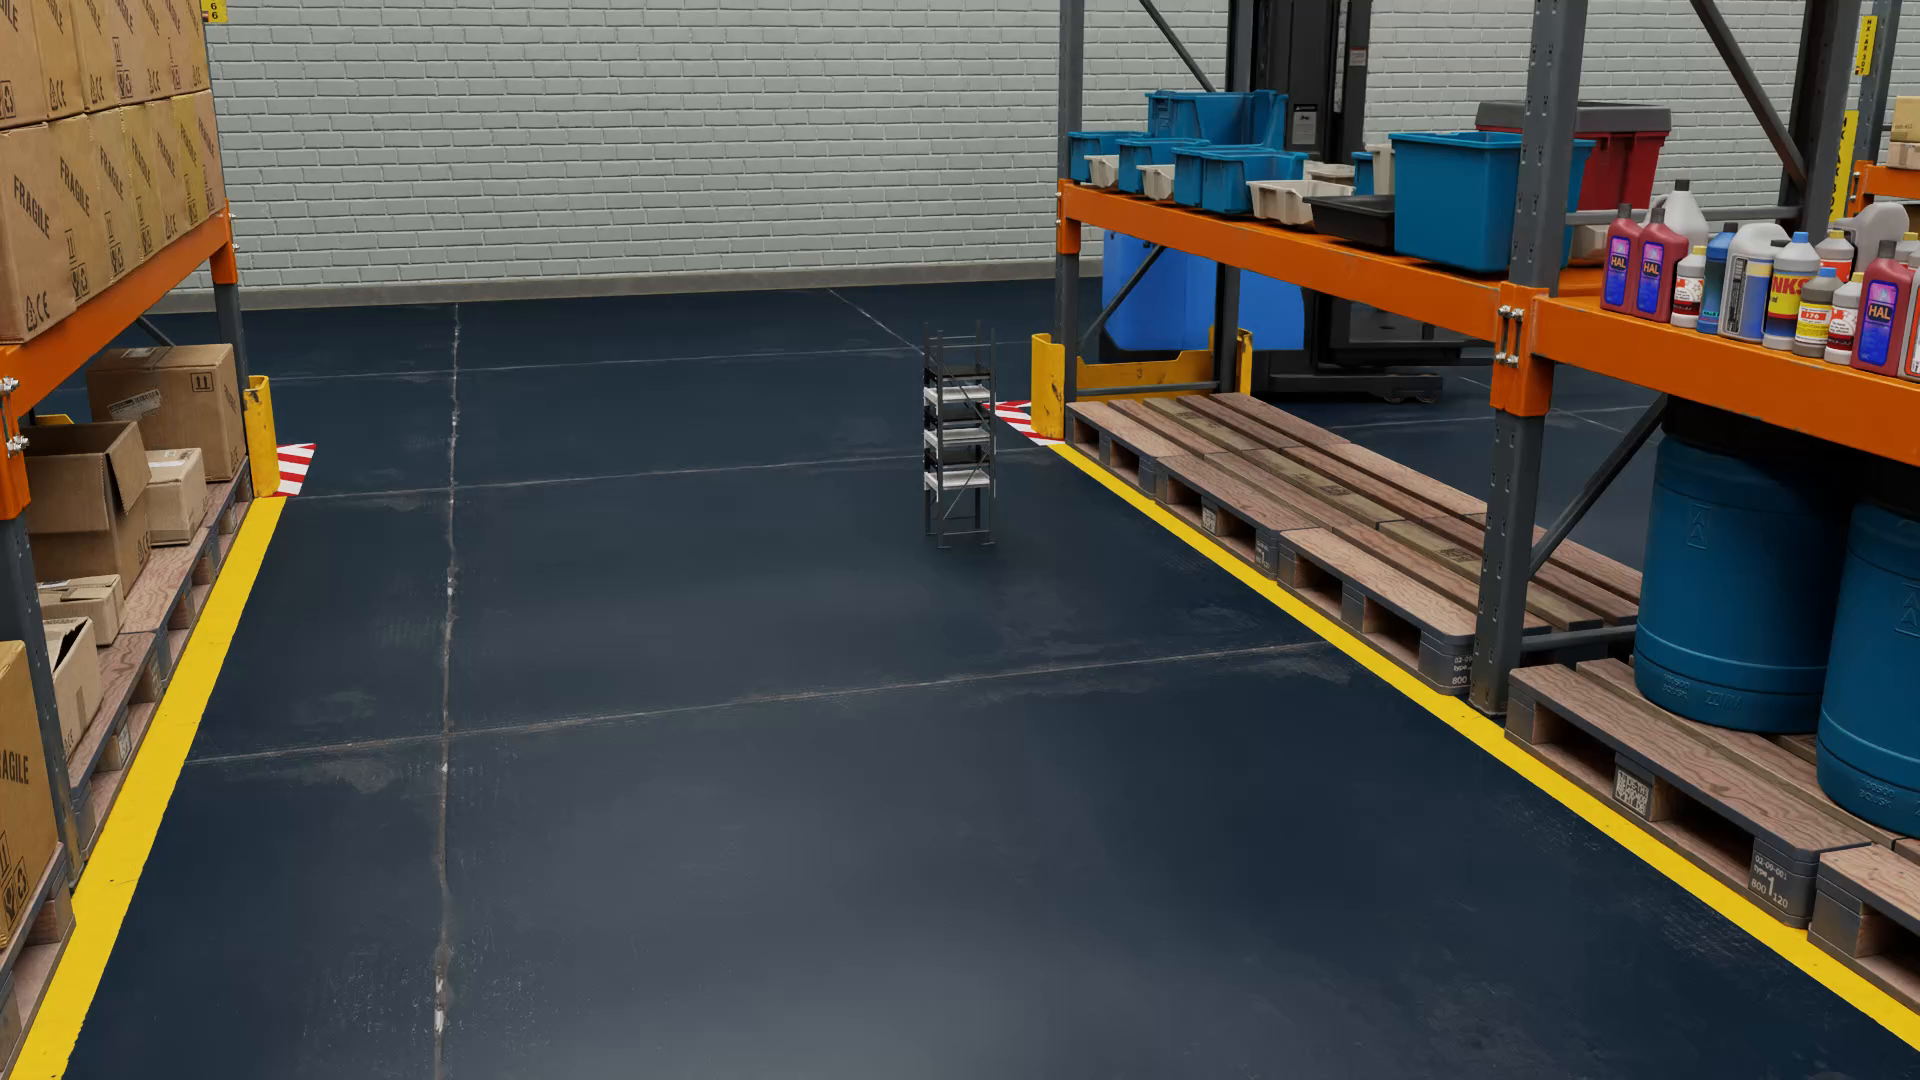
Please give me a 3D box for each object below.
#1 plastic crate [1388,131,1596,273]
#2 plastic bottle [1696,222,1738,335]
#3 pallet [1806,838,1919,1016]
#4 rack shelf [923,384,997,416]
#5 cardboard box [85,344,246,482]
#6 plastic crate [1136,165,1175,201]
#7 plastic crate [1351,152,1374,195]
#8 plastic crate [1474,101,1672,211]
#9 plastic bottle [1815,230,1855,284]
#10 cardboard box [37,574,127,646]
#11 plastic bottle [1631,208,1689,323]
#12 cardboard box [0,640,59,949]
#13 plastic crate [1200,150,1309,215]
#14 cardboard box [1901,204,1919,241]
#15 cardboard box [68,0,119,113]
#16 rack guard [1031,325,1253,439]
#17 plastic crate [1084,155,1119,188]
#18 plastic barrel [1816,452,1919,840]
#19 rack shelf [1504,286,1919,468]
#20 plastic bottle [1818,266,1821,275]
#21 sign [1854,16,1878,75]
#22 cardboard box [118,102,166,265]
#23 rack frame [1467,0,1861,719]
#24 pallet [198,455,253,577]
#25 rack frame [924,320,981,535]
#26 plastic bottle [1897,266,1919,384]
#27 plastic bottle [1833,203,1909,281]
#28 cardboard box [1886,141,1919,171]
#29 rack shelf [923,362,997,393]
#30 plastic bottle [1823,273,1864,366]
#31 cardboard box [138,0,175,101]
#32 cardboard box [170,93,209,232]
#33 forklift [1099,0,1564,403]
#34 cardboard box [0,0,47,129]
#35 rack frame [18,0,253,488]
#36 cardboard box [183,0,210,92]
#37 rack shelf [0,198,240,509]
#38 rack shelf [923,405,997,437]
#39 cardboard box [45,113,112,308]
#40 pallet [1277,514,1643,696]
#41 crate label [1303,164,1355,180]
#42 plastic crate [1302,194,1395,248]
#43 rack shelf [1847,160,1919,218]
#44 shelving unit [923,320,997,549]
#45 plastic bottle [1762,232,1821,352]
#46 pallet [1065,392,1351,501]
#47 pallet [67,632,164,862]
[{"bbox_3d":[1.637,-1.065,5.207,0.392,0.384,0.575,-5,17,-15],"label":"plastic crate"},{"bbox_3d":[1.897,-0.651,4.128,0.097,0.271,0.097,0,17,0],"label":"plastic bottle"},{"bbox_3d":[2.604,0.949,3.427,1.003,0.211,1.213,-5,17,-15],"label":"pallet"},{"bbox_3d":[-0.002,-0.574,6.788,0.258,0.077,0.200,-5,17,-15],"label":"rack shelf"},{"bbox_3d":[-3.383,-0.540,7.117,0.500,0.500,0.500,-5,17,-15],"label":"cardboard box"},{"bbox_3d":[0.941,-1.573,7.330,0.250,0.136,0.298,-5,17,-15],"label":"plastic crate"},{"bbox_3d":[1.805,-1.449,6.748,0.416,0.233,0.300,-5,17,-15],"label":"plastic crate"},{"bbox_3d":[2.089,-1.268,5.744,0.402,0.464,0.583,-5,17,-15],"label":"plastic crate"},{"bbox_3d":[2.398,-0.748,4.574,0.097,0.201,0.097,0,17,0],"label":"plastic bottle"},{"bbox_3d":[-2.825,0.223,5.155,0.380,0.166,0.250,-5,17,-15],"label":"cardboard box"},{"bbox_3d":[1.821,-0.714,4.317,0.061,0.283,0.133,-5,17,-15],"label":"plastic bottle"},{"bbox_3d":[-2.259,0.549,3.490,0.500,0.500,0.500,-5,17,-16],"label":"cardboard box"},{"bbox_3d":[1.190,-1.455,6.769,0.416,0.233,0.300,-5,17,-15],"label":"plastic crate"},{"bbox_3d":[6.009,-1.453,9.537,0.875,0.875,0.875,-5,17,-15],"label":"cardboard box"},{"bbox_3d":[-2.812,-1.515,4.871,0.500,0.500,0.500,-5,17,-17],"label":"cardboard box"},{"bbox_3d":[0.975,-0.857,8.935,1.175,0.500,0.348,-5,17,-15],"label":"rack guard"},{"bbox_3d":[0.754,-1.761,7.955,0.250,0.136,0.298,-5,17,-15],"label":"plastic crate"},{"bbox_3d":[2.421,0.210,3.957,0.600,0.901,0.708,-5,17,-15],"label":"plastic barrel"},{"bbox_3d":[2.643,-0.044,3.135,1.077,0.370,4.000,-5,17,-15],"label":"rack shelf"},{"bbox_3d":[2.070,-0.602,4.088,0.097,0.201,0.097,0,17,0],"label":"plastic bottle"},{"bbox_3d":[5.221,-2.850,9.584,0.100,0.325,0.005,-5,17,-15],"label":"sign"},{"bbox_3d":[-2.968,-1.182,5.499,0.500,0.500,0.500,-5,17,-16],"label":"cardboard box"},{"bbox_3d":[2.094,-0.942,4.873,1.000,3.000,0.127,-5,17,-15],"label":"rack frame"},{"bbox_3d":[-3.529,-0.081,6.854,1.003,0.211,1.213,-5,17,-15],"label":"pallet"},{"bbox_3d":[-0.030,-0.461,6.924,0.240,0.900,0.006,-5,17,-15],"label":"rack frame"},{"bbox_3d":[2.109,-0.468,3.512,0.152,0.276,0.135,-5,17,-15],"label":"plastic bottle"},{"bbox_3d":[2.513,-0.799,4.613,0.152,0.276,0.135,-5,17,-15],"label":"plastic bottle"},{"bbox_3d":[5.537,-2.195,9.483,0.380,0.149,0.250,-4,17,-15],"label":"cardboard box"},{"bbox_3d":[-0.002,-0.660,6.762,0.258,0.077,0.200,-5,17,-15],"label":"rack shelf"},{"bbox_3d":[2.014,-0.499,3.745,0.097,0.201,0.097,0,17,0],"label":"plastic bottle"},{"bbox_3d":[-3.096,-1.800,5.819,0.500,0.500,0.500,-4,17,-14],"label":"cardboard box"},{"bbox_3d":[-3.239,-1.460,6.424,0.500,0.500,0.500,-5,17,-15],"label":"cardboard box"},{"bbox_3d":[2.397,-2.346,9.666,3.031,2.935,1.130,-1,17,-2],"label":"forklift"},{"bbox_3d":[-2.529,-1.231,3.923,0.500,0.500,0.500,-4,17,-14],"label":"cardboard box"},{"bbox_3d":[-3.769,-1.658,7.256,1.000,3.000,0.127,-5,17,-15],"label":"rack frame"},{"bbox_3d":[-3.383,-2.083,6.761,0.500,0.500,0.500,-5,17,-16],"label":"cardboard box"},{"bbox_3d":[-3.220,-0.760,5.518,1.077,0.370,4.000,-5,17,-15],"label":"rack shelf"},{"bbox_3d":[-0.002,-0.488,6.814,0.258,0.077,0.200,-5,17,-15],"label":"rack shelf"},{"bbox_3d":[-2.692,-0.903,4.570,0.500,0.500,0.500,-4,17,-14],"label":"cardboard box"},{"bbox_3d":[1.854,0.193,5.941,1.003,0.211,1.213,-5,17,-15],"label":"pallet"},{"bbox_3d":[1.558,-1.583,7.362,0.396,0.136,0.243,-5,17,-15],"label":"crate label"},{"bbox_3d":[1.528,-1.127,5.864,0.437,0.125,0.590,-5,17,-15],"label":"plastic crate"},{"bbox_3d":[6.306,-1.542,8.122,1.077,0.370,4.000,-5,17,-15],"label":"rack shelf"},{"bbox_3d":[-0.002,-0.433,6.830,0.258,0.900,0.210,-5,17,-15],"label":"shelving unit"},{"bbox_3d":[1.961,-0.587,3.914,0.097,0.271,0.097,0,17,0],"label":"plastic bottle"},{"bbox_3d":[1.184,-0.482,8.188,1.003,0.211,1.213,-5,17,-15],"label":"pallet"},{"bbox_3d":[-2.858,0.594,4.607,1.003,0.211,1.213,-5,17,-15],"label":"pallet"}]
